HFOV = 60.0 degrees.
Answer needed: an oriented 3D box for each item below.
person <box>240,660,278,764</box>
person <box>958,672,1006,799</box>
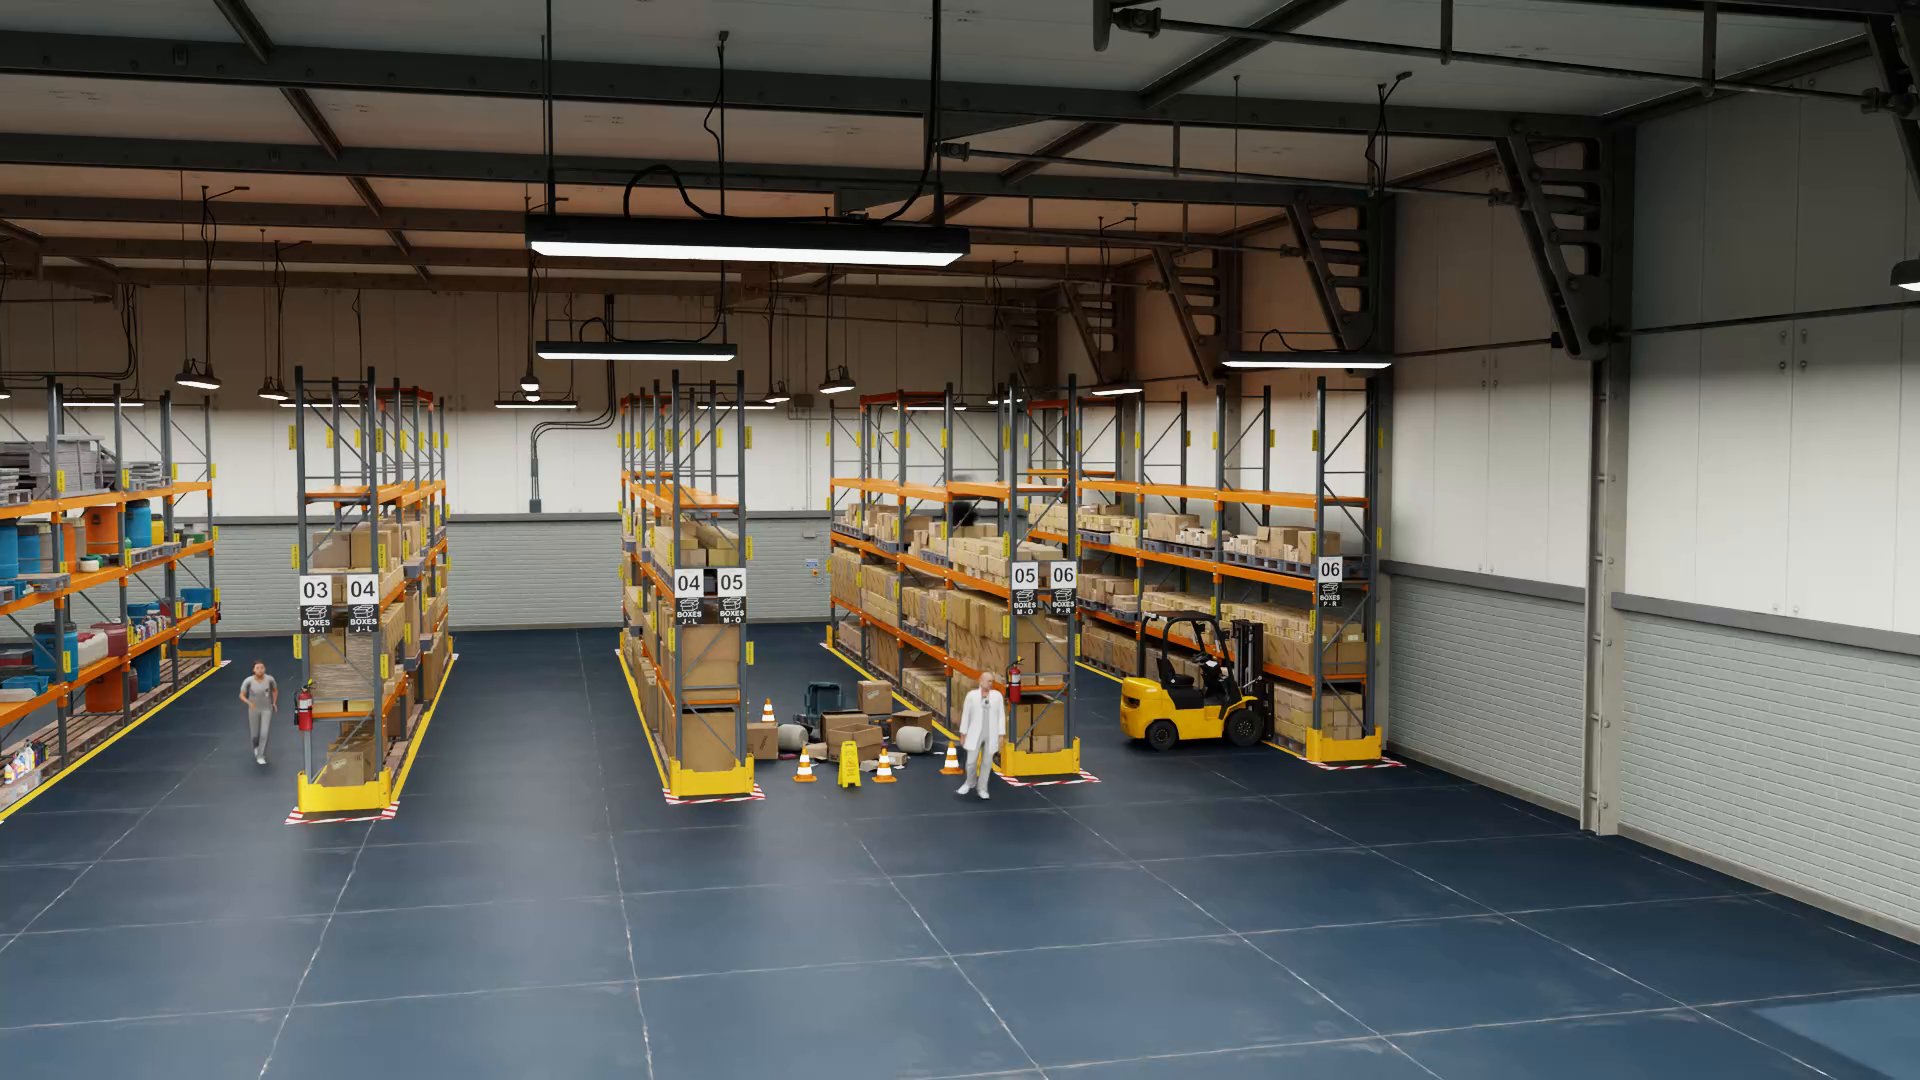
[{"bbox_3d":[-10.924,2.659,25.911,0.547,1.618,0.735,-2,4,-25],"label":"person"},{"bbox_3d":[0.298,2.719,23.200,0.662,1.771,0.502,-1,3,-12],"label":"person"}]
